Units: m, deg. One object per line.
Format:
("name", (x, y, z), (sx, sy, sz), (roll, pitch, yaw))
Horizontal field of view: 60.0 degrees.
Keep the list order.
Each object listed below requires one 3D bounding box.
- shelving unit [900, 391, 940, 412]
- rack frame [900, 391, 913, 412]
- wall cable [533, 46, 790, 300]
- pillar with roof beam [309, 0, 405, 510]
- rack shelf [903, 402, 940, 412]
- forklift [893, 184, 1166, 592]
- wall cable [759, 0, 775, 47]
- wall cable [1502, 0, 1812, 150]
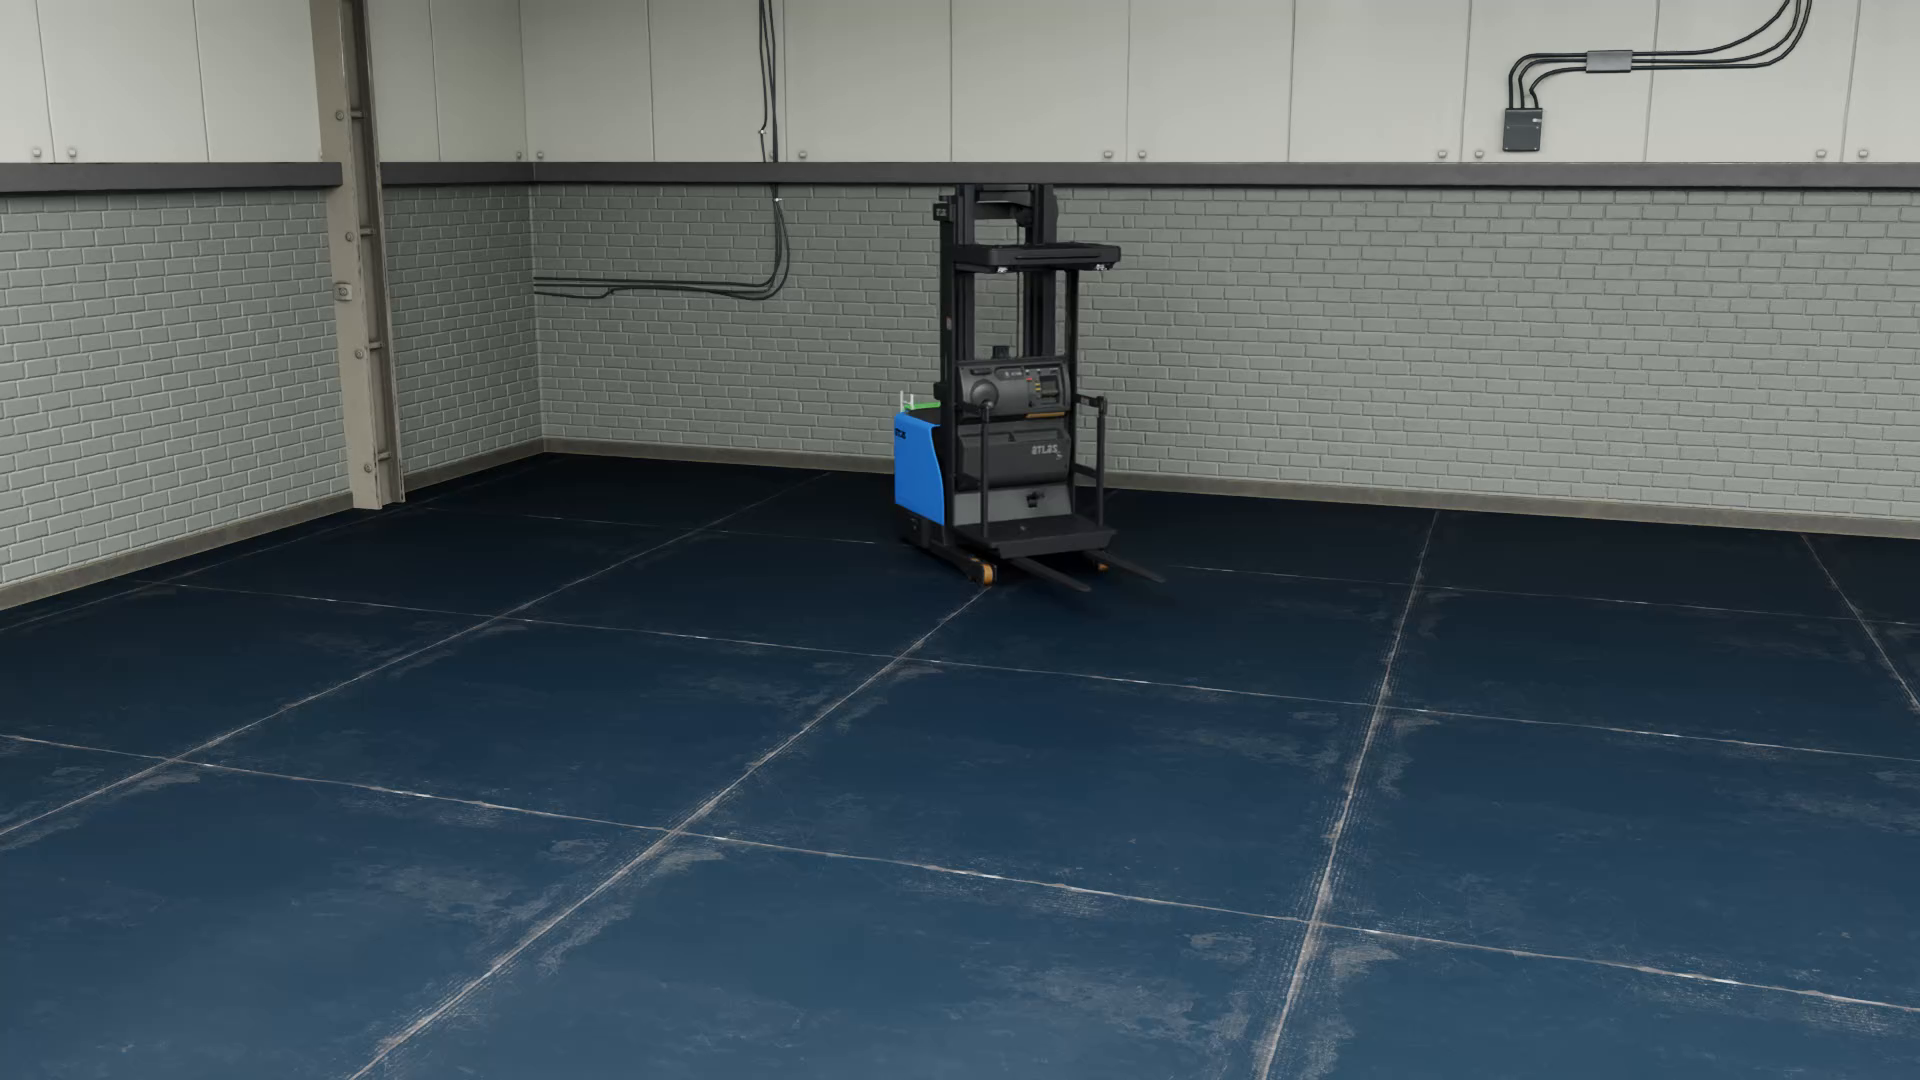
("shelving unit", (-0.230, -0.685, 14.293), (0.503, 1.200, 0.258), (-6, 14, -25))
("rack frame", (-0.450, -0.661, 14.189), (0.015, 1.200, 0.240), (-6, 14, -25))
("wall cable", (-3.195, -3.730, 17.084), (3.097, 2.526, 0.112), (4, 14, 18))
("pillar with roof beam", (-1.326, -4.408, 13.080), (9.100, 9.000, 0.400), (4, 14, 18))
("rack shelf", (-0.230, -1.091, 14.200), (0.480, 0.148, 0.258), (-6, 14, -25))
("forklift", (0.516, -1.199, 12.654), (1.130, 2.935, 3.031), (-6, 14, -24))
("wall cable", (-0.635, -5.997, 15.668), (3.097, 2.526, 0.112), (4, 14, 18))
("wall cable", (5.783, -6.215, 13.350), (2.305, 6.003, 0.169), (4, 14, 18))
